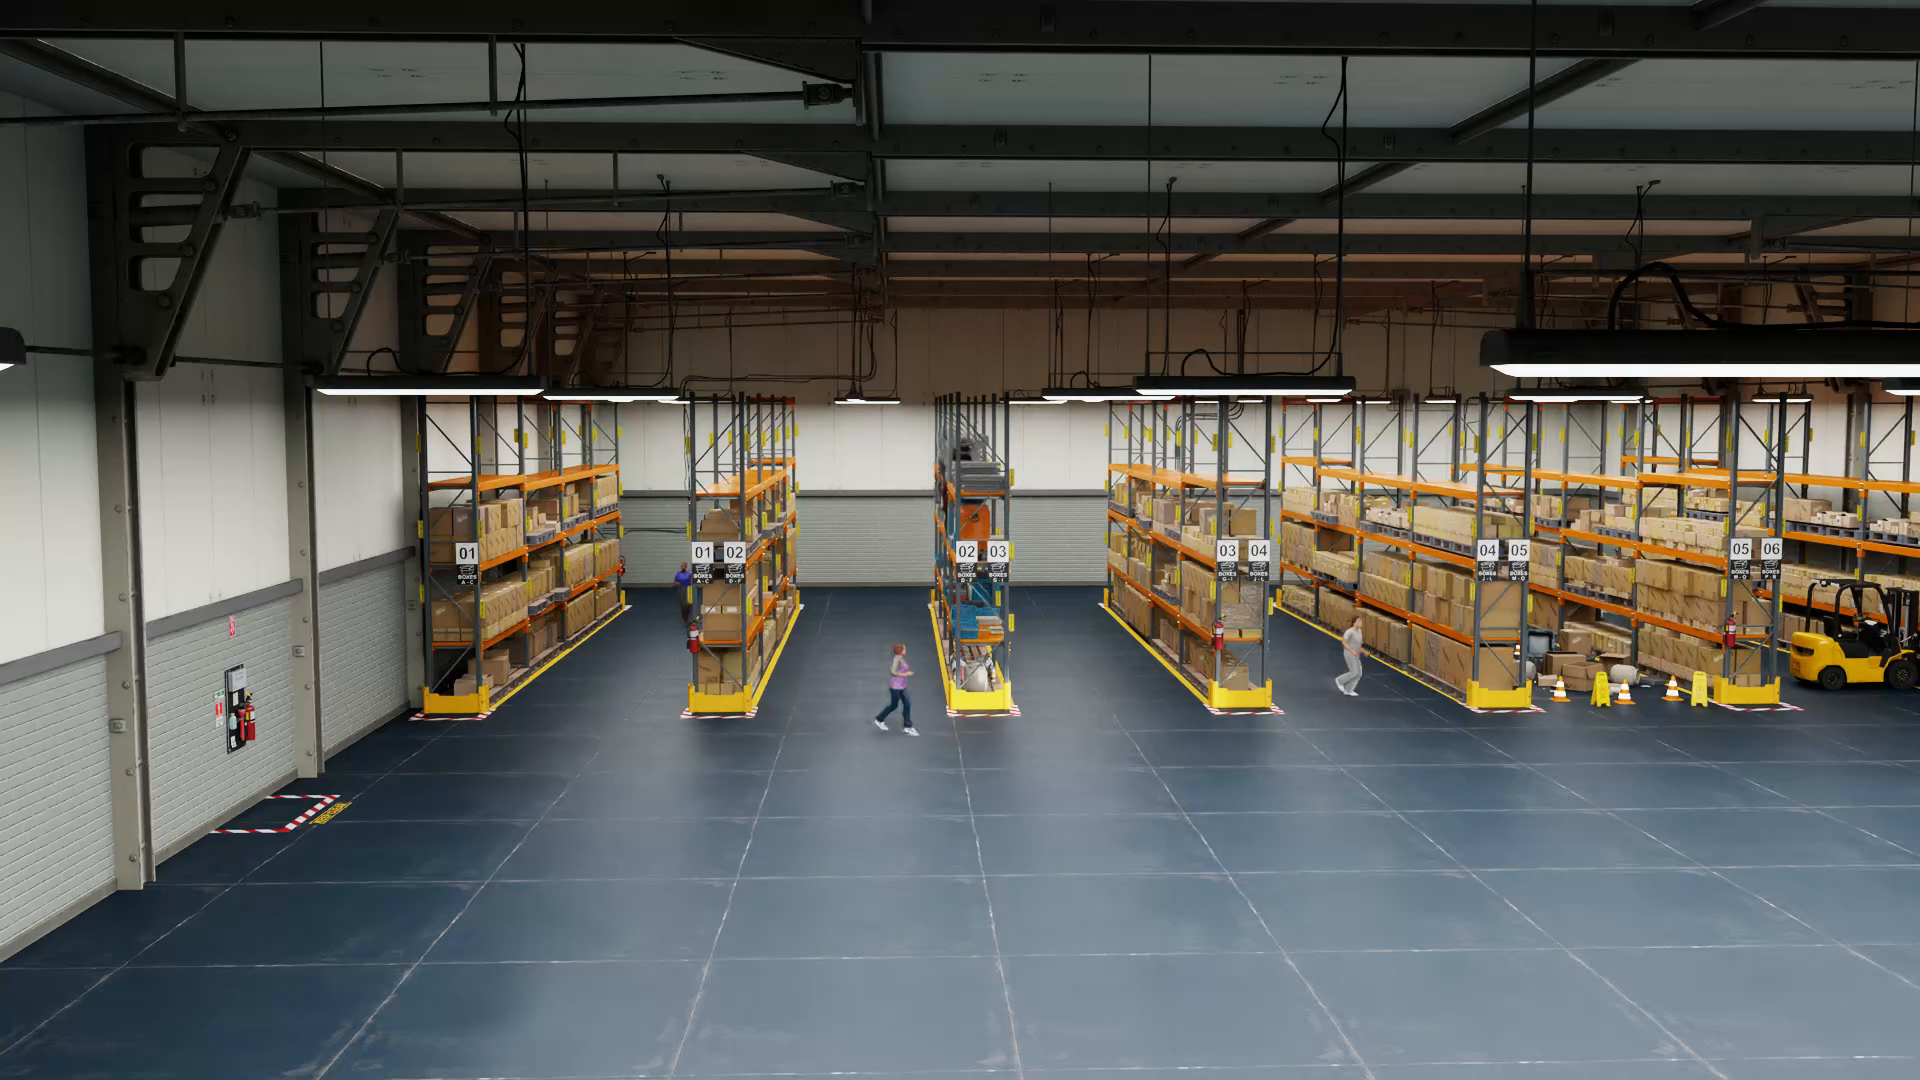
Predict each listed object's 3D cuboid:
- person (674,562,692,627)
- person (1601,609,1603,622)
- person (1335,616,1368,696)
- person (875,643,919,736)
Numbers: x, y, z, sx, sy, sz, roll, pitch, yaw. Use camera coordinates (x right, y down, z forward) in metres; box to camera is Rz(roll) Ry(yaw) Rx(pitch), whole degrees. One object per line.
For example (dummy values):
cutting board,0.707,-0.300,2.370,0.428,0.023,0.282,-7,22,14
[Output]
person,-7.216,1.428,43.694,0.581,1.682,0.765,0,5,2
person,16.617,1.397,43.127,0.663,1.744,0.597,0,5,-6
person,7.754,2.286,33.010,0.557,1.605,0.566,-4,6,-40
person,-1.119,2.599,29.008,0.816,1.619,0.522,1,5,17
